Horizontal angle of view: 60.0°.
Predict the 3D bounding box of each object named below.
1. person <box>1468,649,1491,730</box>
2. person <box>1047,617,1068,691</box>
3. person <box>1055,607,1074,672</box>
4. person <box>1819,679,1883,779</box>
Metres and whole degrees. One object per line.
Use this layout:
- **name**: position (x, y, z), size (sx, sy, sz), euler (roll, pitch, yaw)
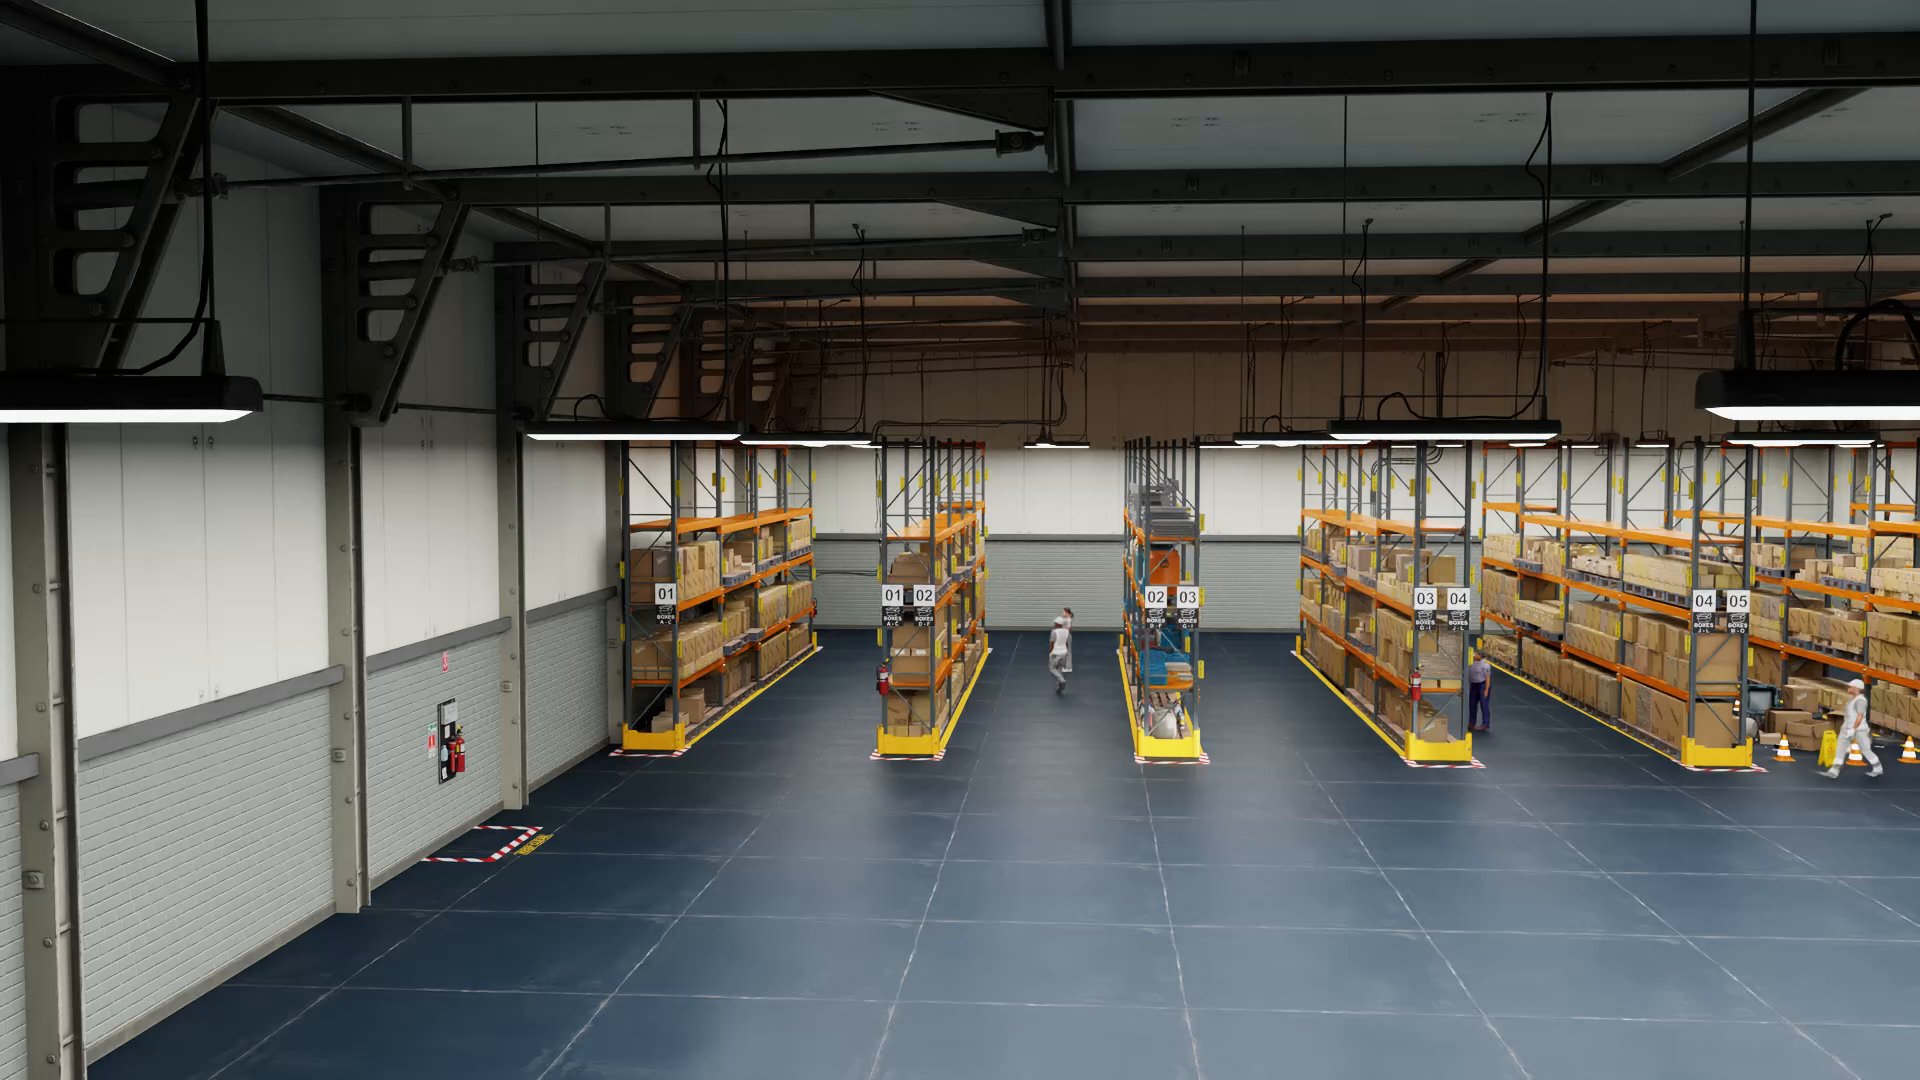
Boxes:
- **person**: position (10.658, 3.062, 34.200), size (0.425, 1.649, 0.533), euler (-1, 3, -25)
- **person**: position (2.355, 2.716, 39.453), size (0.590, 1.775, 0.622), euler (-2, 4, -36)
- **person**: position (2.723, 2.573, 43.170), size (0.457, 1.674, 0.503), euler (-1, 3, -14)
- **person**: position (15.562, 3.299, 28.931), size (1.061, 1.752, 0.491), euler (-1, 3, -16)
